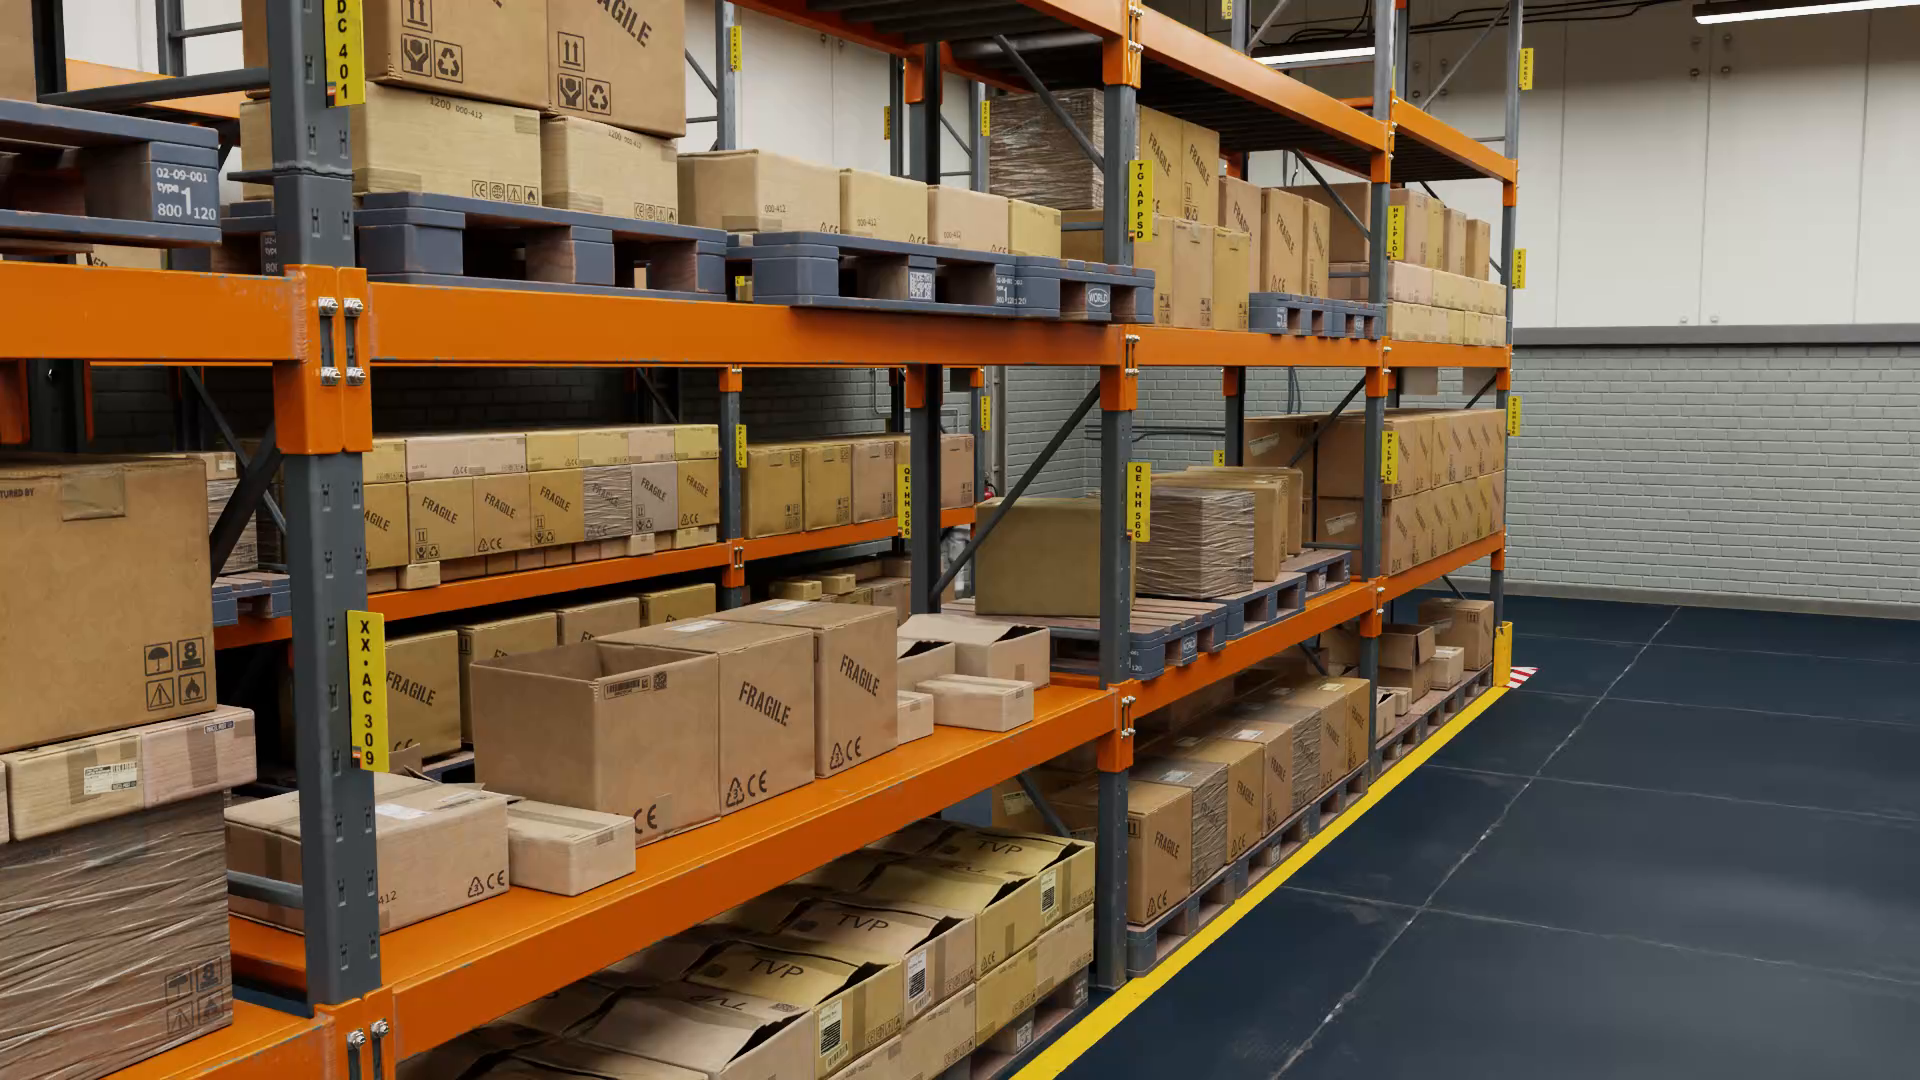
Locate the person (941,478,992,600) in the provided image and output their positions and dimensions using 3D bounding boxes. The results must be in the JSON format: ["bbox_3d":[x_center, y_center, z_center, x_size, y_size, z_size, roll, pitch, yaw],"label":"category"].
[{"bbox_3d":[0.131,-0.096,17.802,0.666,1.789,0.628,1,6,11],"label":"person"}]
